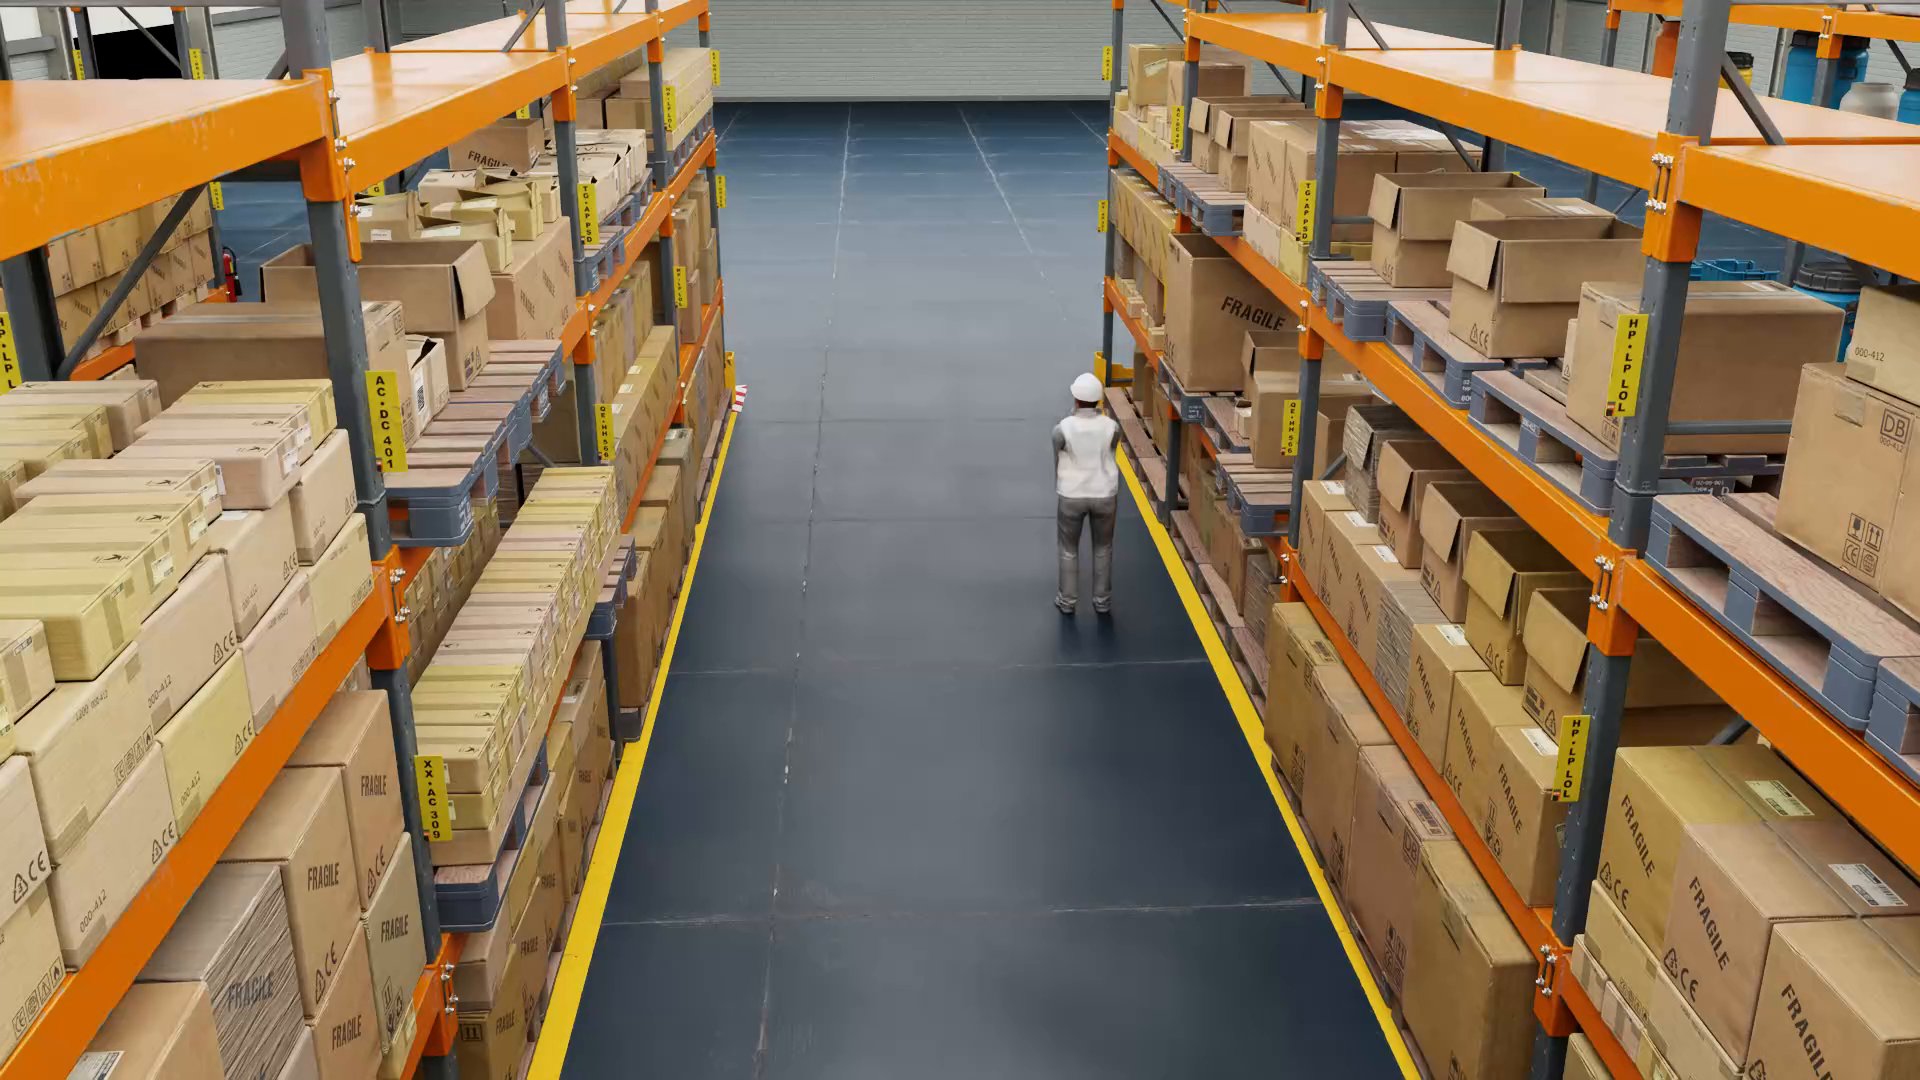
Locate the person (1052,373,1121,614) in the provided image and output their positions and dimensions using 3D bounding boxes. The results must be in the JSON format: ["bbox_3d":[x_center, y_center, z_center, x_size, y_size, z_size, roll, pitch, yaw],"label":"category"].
[{"bbox_3d":[0.891,-0.358,12.017,0.494,1.772,0.563,-1,20,-4],"label":"person"}]
